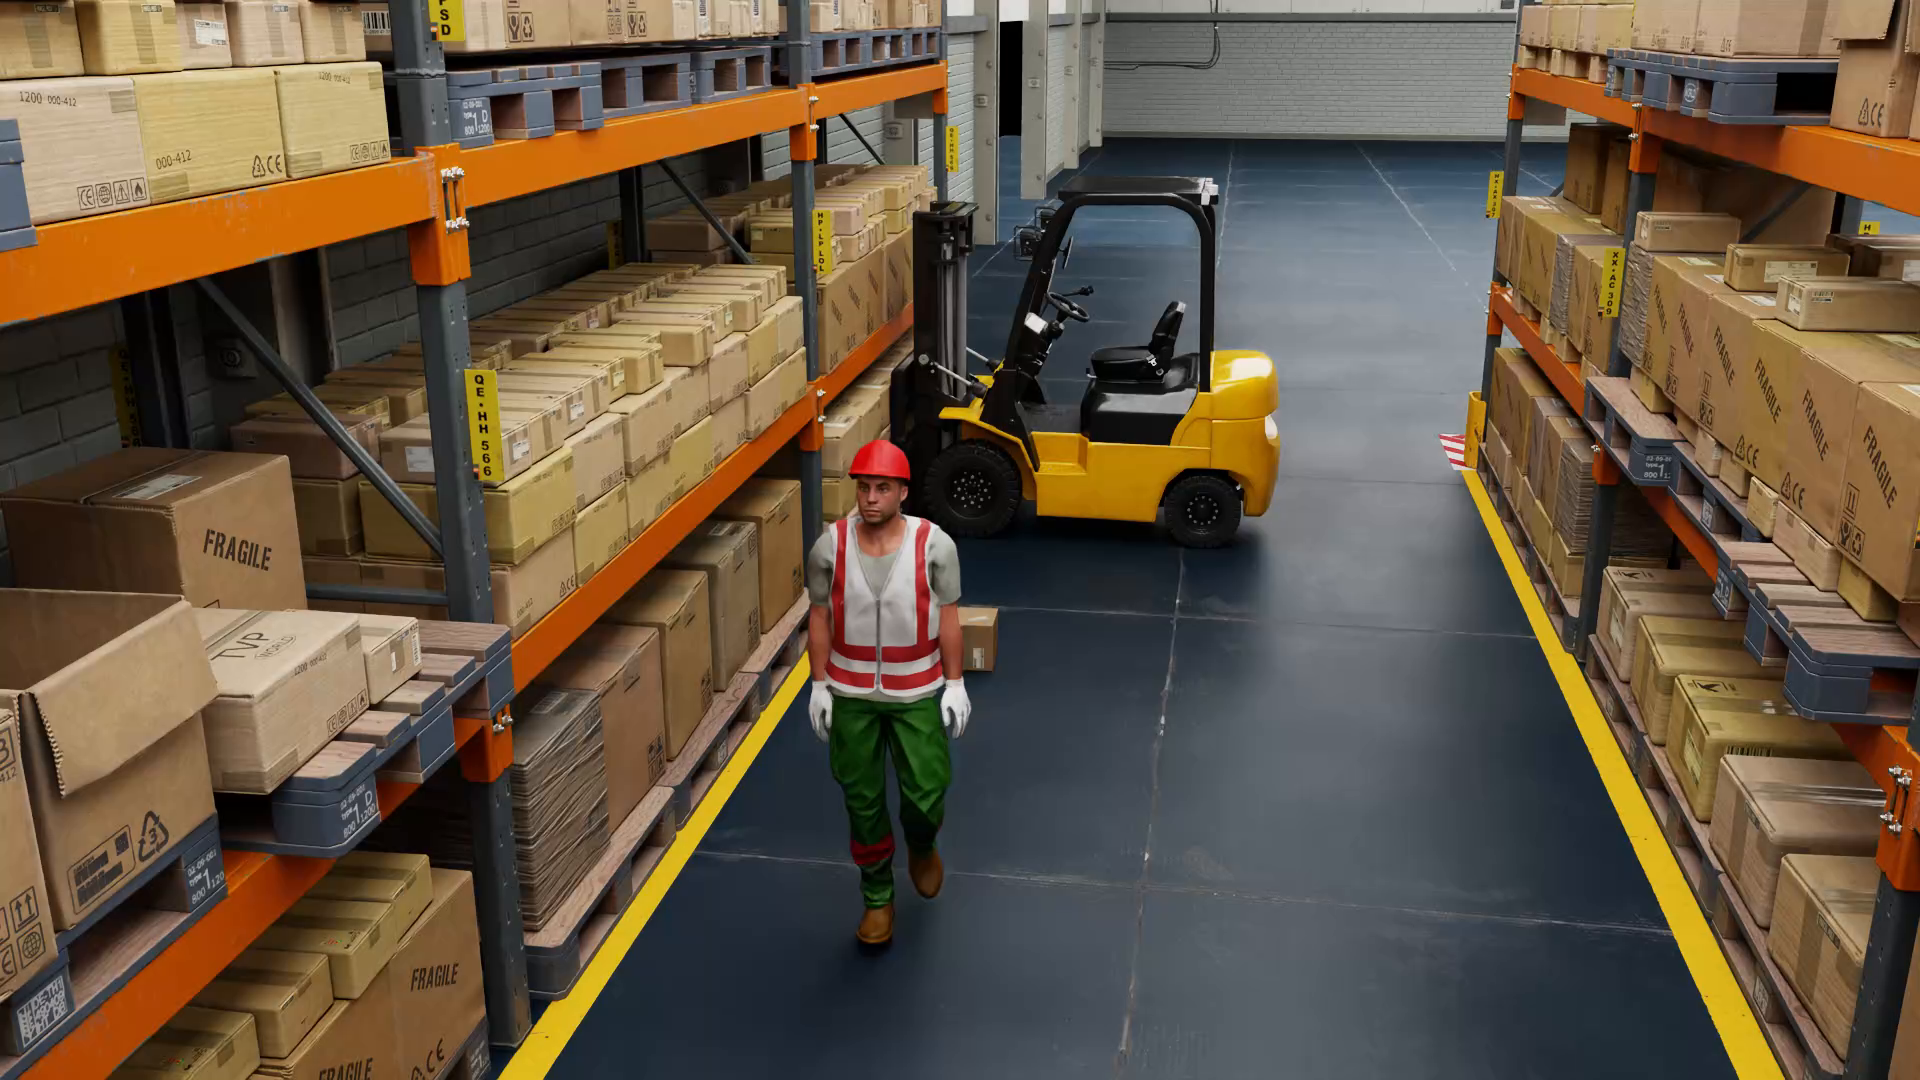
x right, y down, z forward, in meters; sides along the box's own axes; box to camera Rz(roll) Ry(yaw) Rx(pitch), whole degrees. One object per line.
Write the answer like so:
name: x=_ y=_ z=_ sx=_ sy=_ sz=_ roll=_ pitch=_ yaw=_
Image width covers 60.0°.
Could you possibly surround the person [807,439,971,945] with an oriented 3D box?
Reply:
person: x=-0.247 y=0.521 z=5.774 sx=0.568 sy=1.781 sz=0.508 roll=1 pitch=18 yaw=5
